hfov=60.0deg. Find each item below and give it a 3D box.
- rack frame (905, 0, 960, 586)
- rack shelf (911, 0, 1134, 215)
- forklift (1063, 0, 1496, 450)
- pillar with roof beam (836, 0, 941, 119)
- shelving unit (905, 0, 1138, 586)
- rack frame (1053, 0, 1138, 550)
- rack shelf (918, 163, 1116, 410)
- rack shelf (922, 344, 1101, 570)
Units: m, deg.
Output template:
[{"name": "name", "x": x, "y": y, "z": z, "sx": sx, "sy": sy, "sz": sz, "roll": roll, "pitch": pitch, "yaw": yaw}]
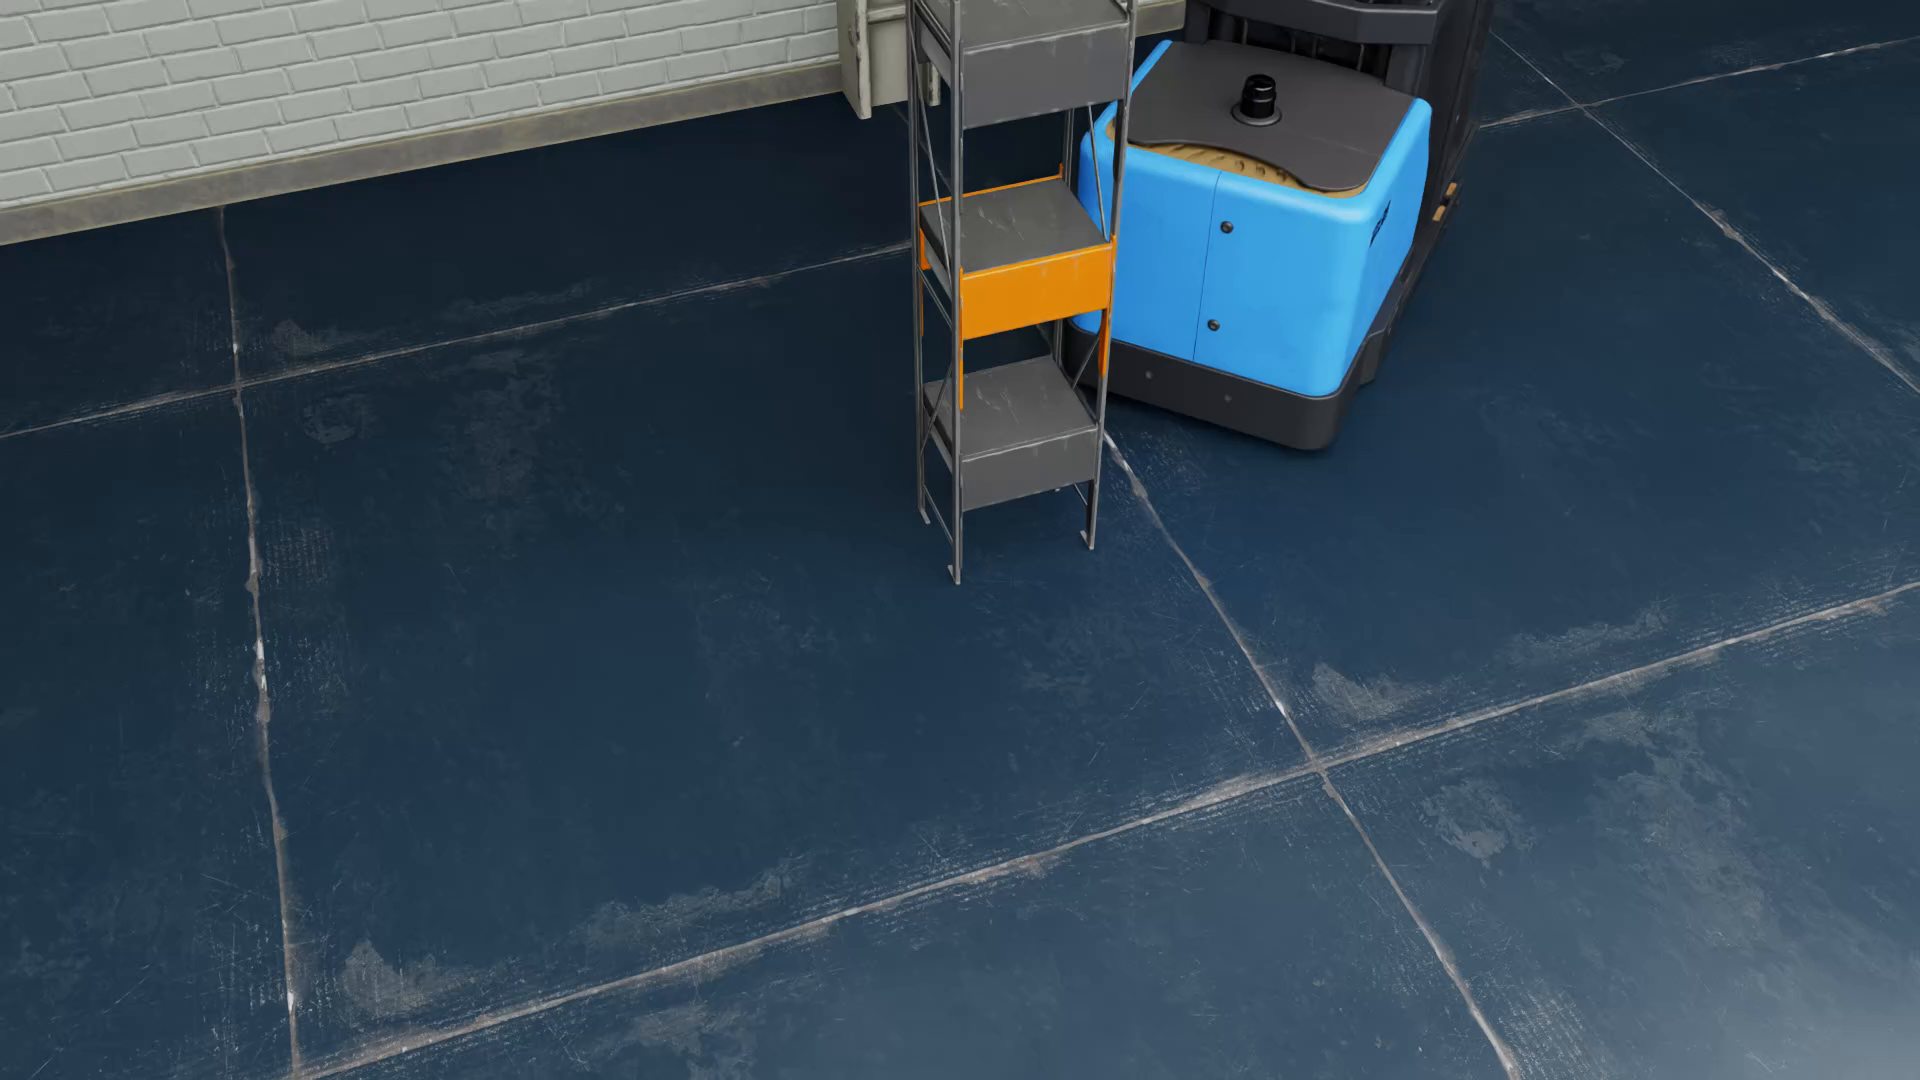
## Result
[{"name": "rack frame", "x": -0.074, "y": -0.722, "z": 4.987, "sx": 0.015, "sy": 2.100, "sz": 0.400, "roll": -14, "pitch": 47, "yaw": -14}, {"name": "rack shelf", "x": 0.156, "y": -1.266, "z": 4.560, "sx": 0.480, "sy": 0.518, "sz": 0.431, "roll": -14, "pitch": 47, "yaw": -14}, {"name": "forklift", "x": 1.492, "y": -2.407, "z": 6.079, "sx": 1.130, "sy": 2.935, "sz": 3.031, "roll": 19, "pitch": 48, "yaw": 18}, {"name": "pillar with roof beam", "x": 1.134, "y": -2.403, "z": 1.791, "sx": 0.400, "sy": 9.000, "sz": 9.100, "roll": -14, "pitch": 47, "yaw": -14}, {"name": "shelving unit", "x": 0.156, "y": -0.781, "z": 5.046, "sx": 0.503, "sy": 2.100, "sz": 0.431, "roll": -14, "pitch": 47, "yaw": -14}, {"name": "rack frame", "x": 0.385, "y": -0.840, "z": 5.104, "sx": 0.015, "sy": 2.100, "sz": 0.400, "roll": -14, "pitch": 47, "yaw": -14}, {"name": "rack shelf", "x": 0.156, "y": -0.771, "z": 5.056, "sx": 0.480, "sy": 0.518, "sz": 0.431, "roll": -14, "pitch": 47, "yaw": -14}, {"name": "rack shelf", "x": 0.156, "y": -0.277, "z": 5.551, "sx": 0.480, "sy": 0.518, "sz": 0.431, "roll": -14, "pitch": 47, "yaw": -14}]
